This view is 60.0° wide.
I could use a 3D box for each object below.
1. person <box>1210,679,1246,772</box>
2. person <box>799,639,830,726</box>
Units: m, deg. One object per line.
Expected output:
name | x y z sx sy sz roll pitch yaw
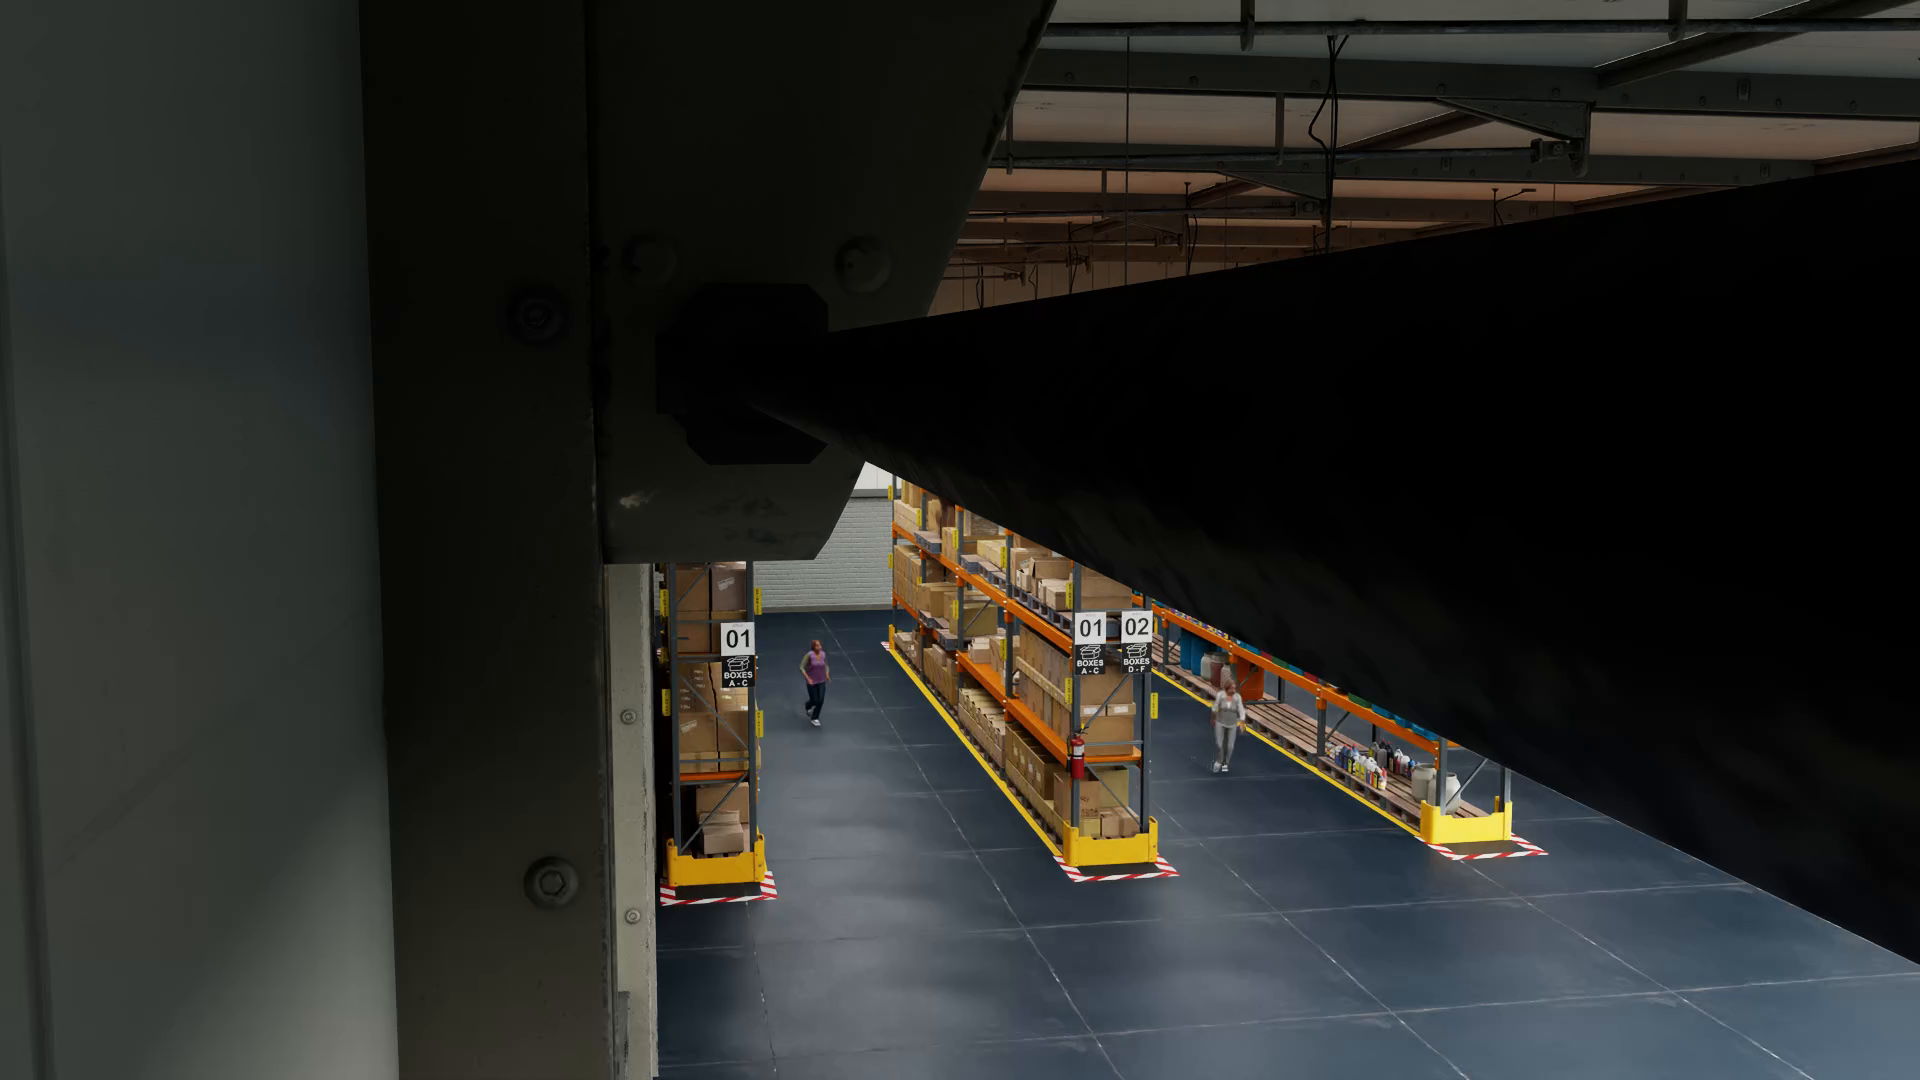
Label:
person | 4.086 2.827 25.342 0.494 1.510 0.685 0 6 1
person | -2.532 2.460 28.885 0.539 1.526 0.584 -3 7 -26
